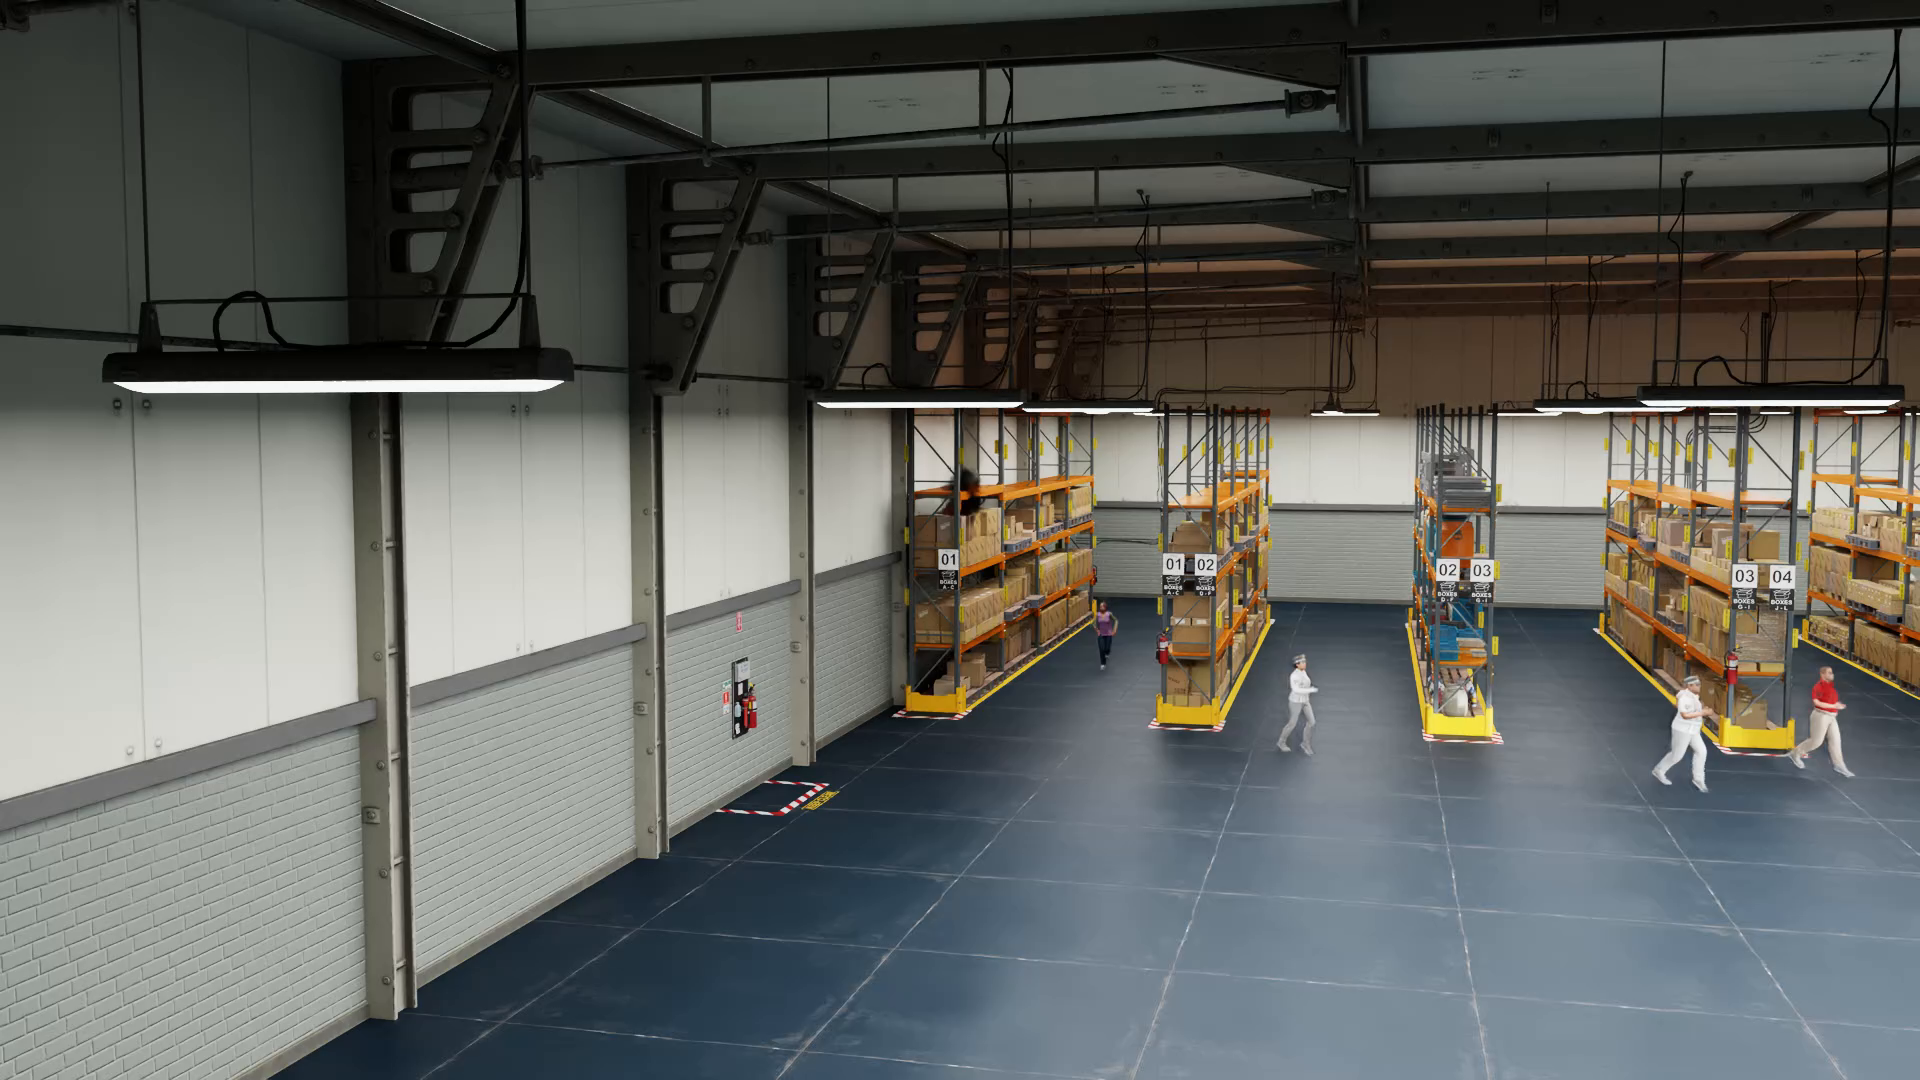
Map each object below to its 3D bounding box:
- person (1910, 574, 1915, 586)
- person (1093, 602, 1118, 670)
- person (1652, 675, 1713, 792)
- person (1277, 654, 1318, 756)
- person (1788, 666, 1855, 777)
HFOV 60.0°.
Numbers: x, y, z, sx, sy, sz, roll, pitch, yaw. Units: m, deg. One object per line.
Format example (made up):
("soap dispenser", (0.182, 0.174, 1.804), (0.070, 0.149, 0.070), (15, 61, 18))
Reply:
("person", (23.930, 1.766, 41.907), (0.651, 1.831, 0.806), (0, 4, -1))
("person", (3.304, 2.192, 37.949), (0.560, 1.558, 0.605), (1, 4, 12))
("person", (11.170, 2.990, 25.696), (0.884, 1.866, 0.643), (4, 6, 43))
("person", (5.776, 2.816, 28.361), (0.751, 1.763, 0.611), (4, 6, 42))
("person", (13.872, 2.898, 26.745), (0.659, 1.739, 0.987), (-3, 5, -40))
